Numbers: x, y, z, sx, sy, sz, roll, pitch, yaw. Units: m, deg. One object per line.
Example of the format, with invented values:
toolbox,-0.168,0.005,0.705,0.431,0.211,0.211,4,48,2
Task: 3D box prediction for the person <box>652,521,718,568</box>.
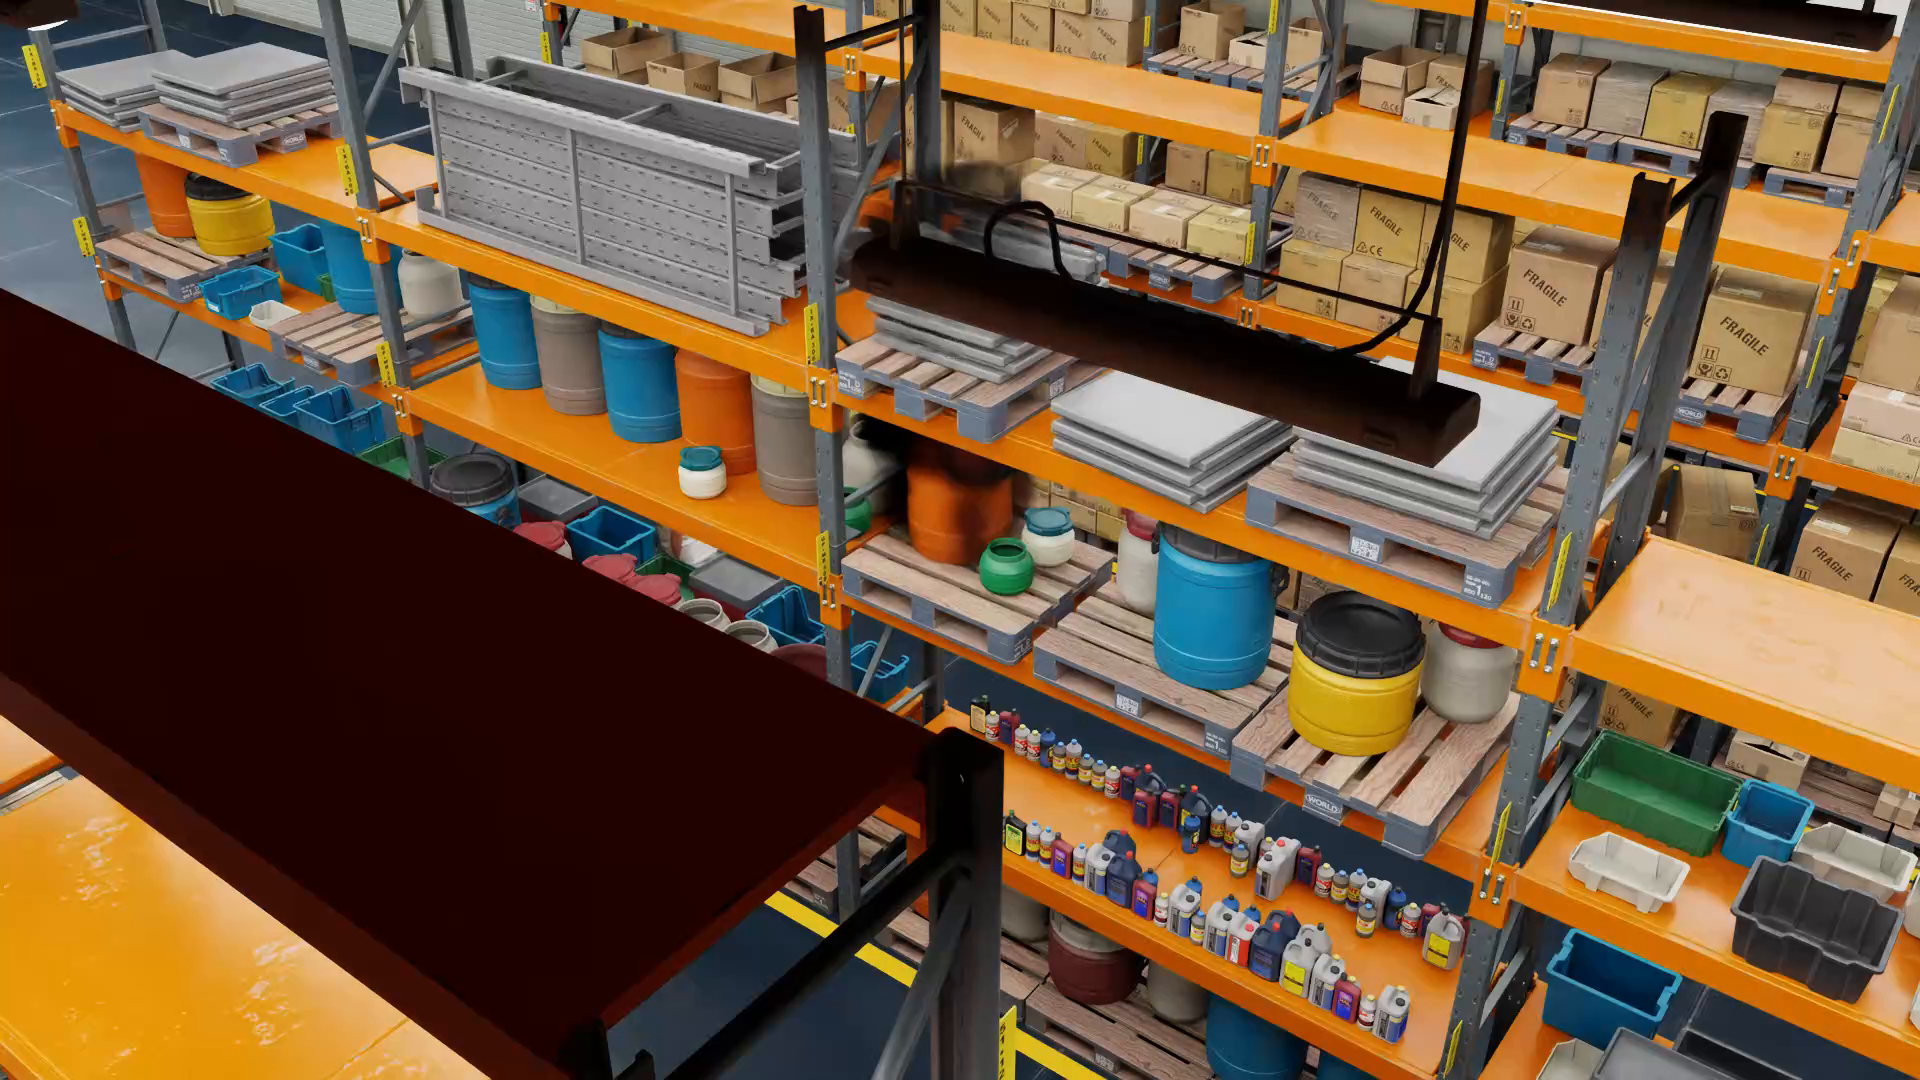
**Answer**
person,-2.220,0.118,13.478,0.974,1.711,0.671,21,37,31
